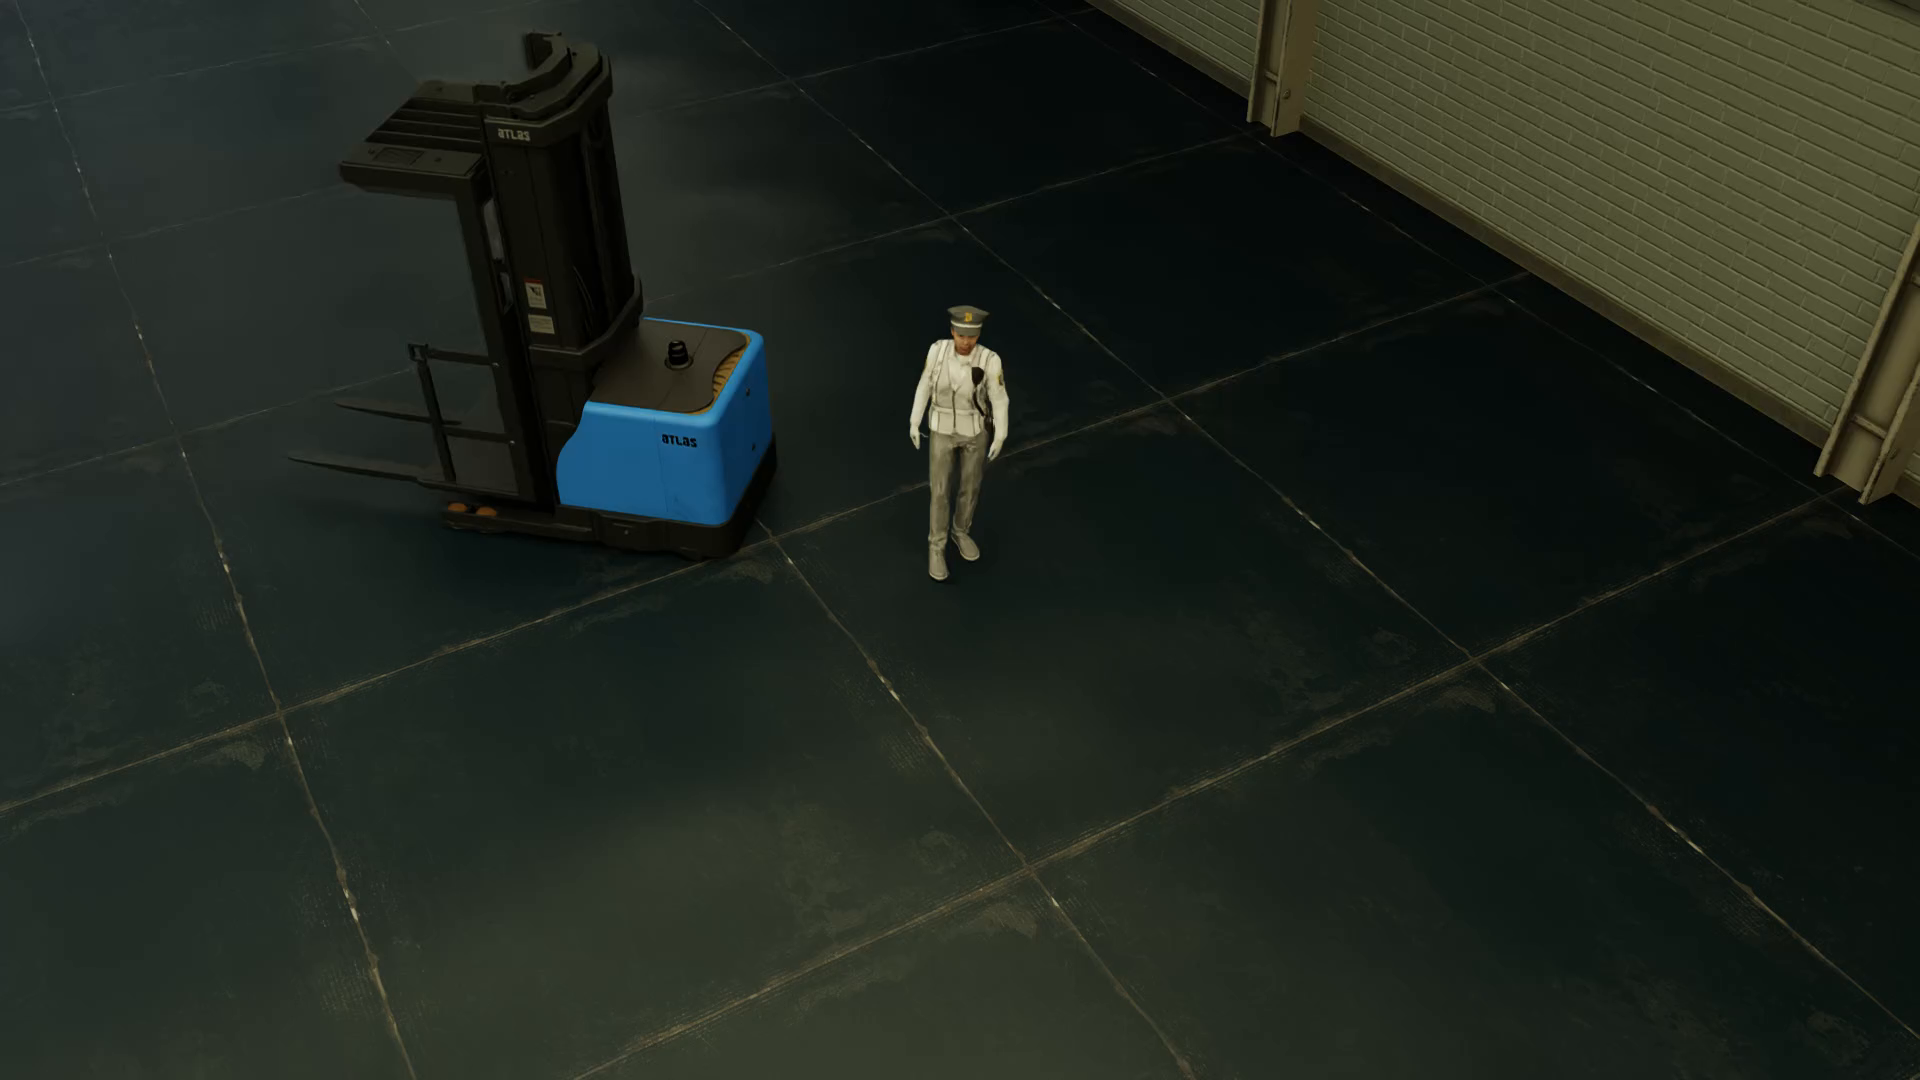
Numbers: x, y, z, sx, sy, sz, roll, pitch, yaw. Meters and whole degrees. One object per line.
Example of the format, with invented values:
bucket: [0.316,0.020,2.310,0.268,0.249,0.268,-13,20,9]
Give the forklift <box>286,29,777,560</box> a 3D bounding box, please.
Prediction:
forklift: [-2.759,-1.489,9.831,3.031,2.935,1.130,8,40,10]

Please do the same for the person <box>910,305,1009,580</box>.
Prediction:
person: [-0.028,-0.573,9.696,0.581,1.691,0.587,7,40,9]
